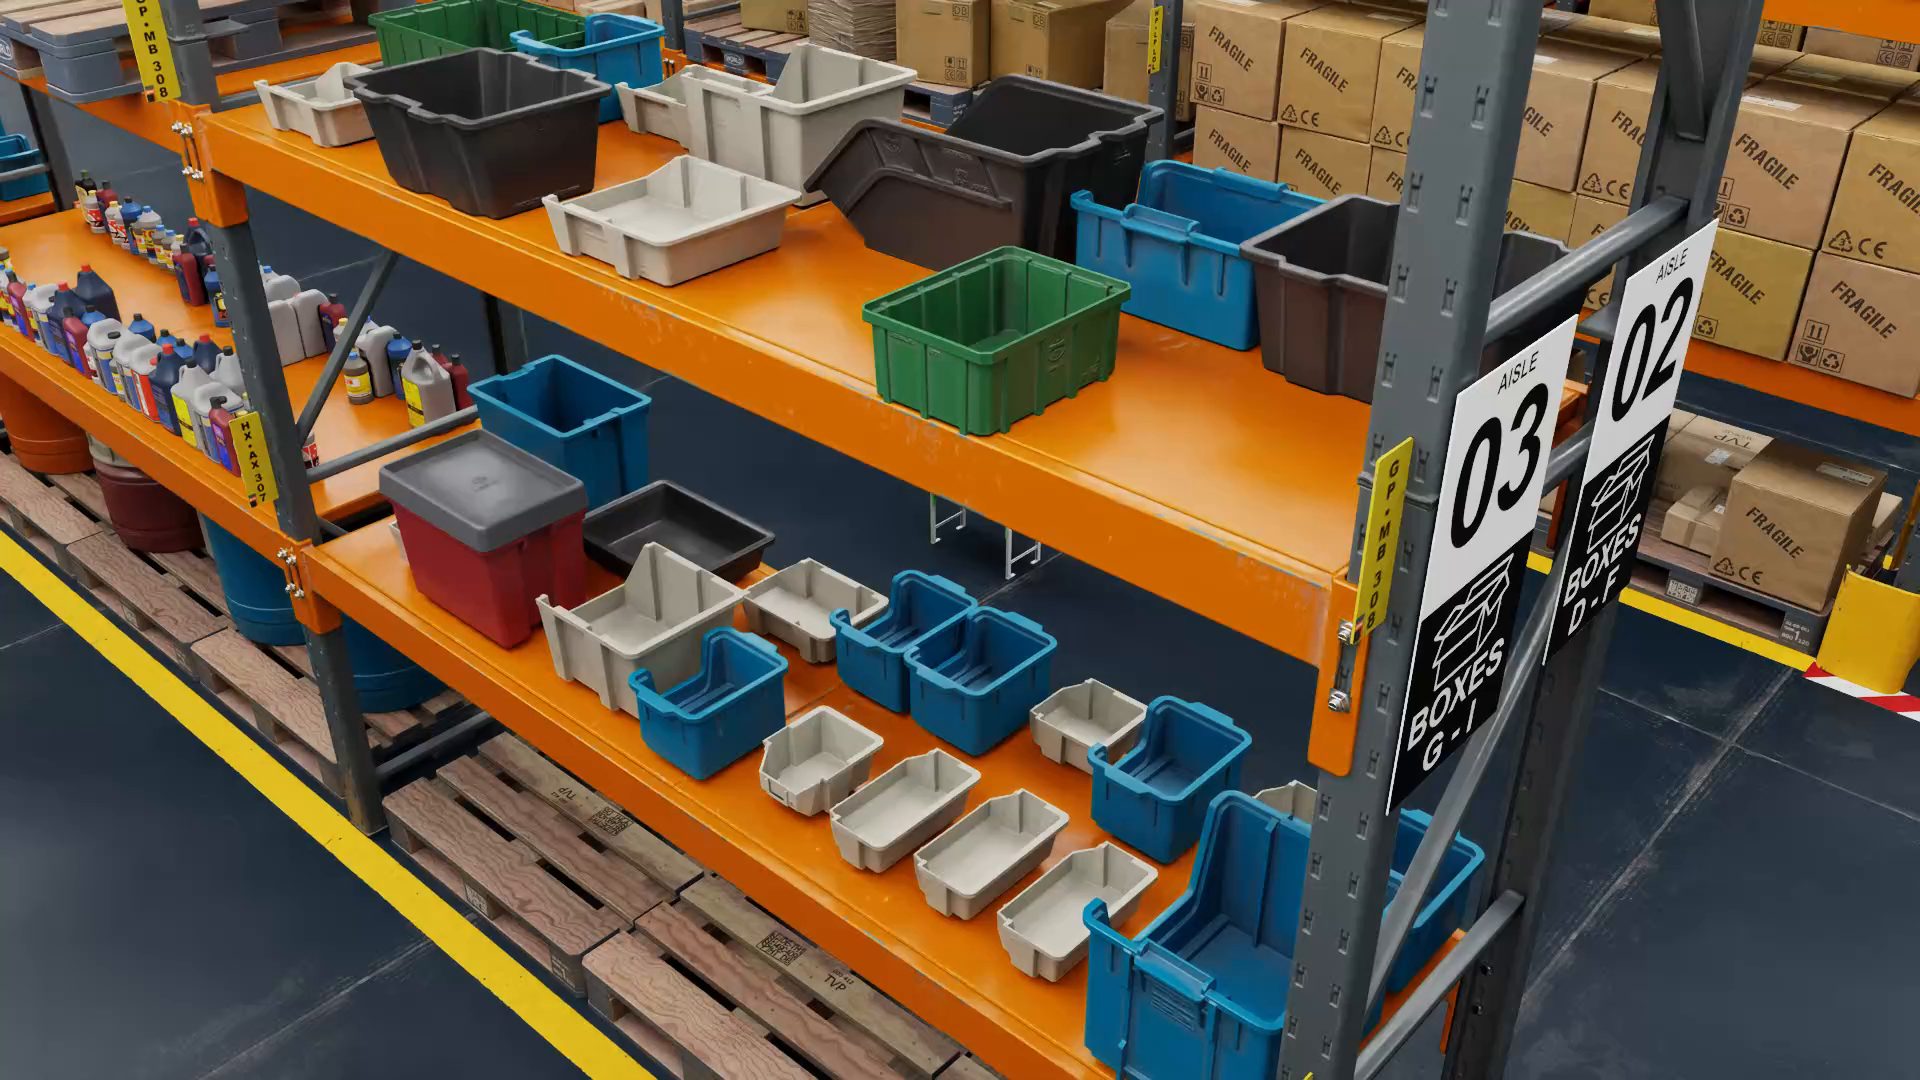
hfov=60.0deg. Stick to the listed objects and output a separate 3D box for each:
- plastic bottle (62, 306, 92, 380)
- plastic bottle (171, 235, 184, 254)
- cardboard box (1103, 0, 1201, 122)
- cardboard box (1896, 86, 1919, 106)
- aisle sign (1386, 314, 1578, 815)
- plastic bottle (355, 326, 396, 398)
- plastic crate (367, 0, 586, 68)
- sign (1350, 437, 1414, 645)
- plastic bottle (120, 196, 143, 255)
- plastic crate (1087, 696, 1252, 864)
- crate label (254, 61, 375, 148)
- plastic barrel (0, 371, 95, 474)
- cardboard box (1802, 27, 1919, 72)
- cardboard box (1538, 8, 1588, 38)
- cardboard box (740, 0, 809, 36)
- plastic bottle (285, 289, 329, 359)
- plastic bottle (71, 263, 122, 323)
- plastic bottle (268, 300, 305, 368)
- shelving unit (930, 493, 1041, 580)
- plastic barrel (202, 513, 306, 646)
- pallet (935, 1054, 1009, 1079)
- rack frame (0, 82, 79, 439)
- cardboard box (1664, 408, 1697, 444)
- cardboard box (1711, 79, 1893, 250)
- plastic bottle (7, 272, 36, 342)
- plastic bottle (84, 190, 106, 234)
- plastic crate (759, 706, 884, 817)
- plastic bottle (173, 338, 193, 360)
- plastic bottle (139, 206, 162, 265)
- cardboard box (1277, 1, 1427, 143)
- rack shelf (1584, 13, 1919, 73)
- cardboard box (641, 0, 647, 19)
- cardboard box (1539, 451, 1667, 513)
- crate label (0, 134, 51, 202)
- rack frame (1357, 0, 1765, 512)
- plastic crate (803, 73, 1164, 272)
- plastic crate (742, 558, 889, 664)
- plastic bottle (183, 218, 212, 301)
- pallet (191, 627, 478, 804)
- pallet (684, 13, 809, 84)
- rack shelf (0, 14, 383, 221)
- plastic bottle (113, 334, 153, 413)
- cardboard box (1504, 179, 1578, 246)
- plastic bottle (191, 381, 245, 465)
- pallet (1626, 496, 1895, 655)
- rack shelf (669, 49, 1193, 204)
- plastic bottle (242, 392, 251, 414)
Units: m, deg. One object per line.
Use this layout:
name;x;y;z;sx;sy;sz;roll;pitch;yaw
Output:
plastic bottle;-3.596;-0.808;6.798;0.133;0.283;0.061;25;39;35
plastic bottle;-3.599;-1.315;7.719;0.097;0.201;0.097;0;31;0
cardboard box;1.157;-2.720;9.356;0.500;0.500;0.700;12;33;19
cardboard box;4.172;-1.589;6.915;0.500;0.500;0.500;26;40;36
aisle sign;0.854;0.052;2.734;0.004;0.787;0.394;25;39;35
plastic bottle;-2.327;-0.735;6.682;0.135;0.276;0.152;25;39;35
plastic crate;-1.452;-1.518;5.161;0.662;0.188;0.450;25;39;35
sign;0.640;0.005;2.527;0.005;0.325;0.100;25;39;35
plastic bottle;-3.959;-1.513;7.980;0.097;0.271;0.097;0;31;0
plastic crate;0.547;0.636;4.389;0.300;0.233;0.416;25;39;35
crate label;-1.800;-1.247;4.761;0.466;0.136;0.293;25;39;35
plastic barrel;-4.560;-0.827;8.412;0.708;0.830;0.600;25;39;35
cardboard box;6.154;-3.575;10.990;0.700;0.700;0.980;23;38;33
cardboard box;2.662;-2.292;8.083;0.500;0.500;0.500;25;39;35
cardboard box;-1.065;-3.680;10.951;0.500;0.500;0.700;12;33;19
plastic bottle;-2.743;-0.928;7.004;0.135;0.276;0.152;25;39;35
plastic bottle;-3.684;-1.013;7.072;0.185;0.351;0.144;25;39;35
plastic bottle;-2.845;-0.870;6.907;0.135;0.276;0.152;25;39;35
shelving unit;0.123;-0.457;7.845;0.503;1.200;0.258;25;39;35
plastic barrel;-2.886;-0.076;7.095;0.708;0.901;0.600;25;39;35
pallet;0.412;1.924;4.850;1.213;0.211;1.003;25;39;35
rack frame;-4.934;-1.740;8.231;0.127;3.000;1.000;25;39;35
cardboard box;3.370;-0.517;8.440;0.500;0.250;0.500;25;39;35
cardboard box;3.434;-1.558;6.864;0.500;0.500;0.500;26;40;36
plastic bottle;-4.004;-0.999;7.114;0.133;0.283;0.061;25;39;35
plastic bottle;-4.275;-1.631;8.243;0.097;0.201;0.097;0;31;0
plastic crate;-0.389;0.615;4.517;0.250;0.136;0.298;25;39;35
plastic bottle;-3.053;-0.668;6.576;0.097;0.271;0.097;0;31;0
plastic bottle;-3.815;-1.446;7.868;0.097;0.271;0.097;0;31;0
cardboard box;1.901;-2.270;8.046;0.500;0.500;0.500;24;38;34
rack shelf;6.162;-3.143;11.260;4.000;0.370;1.077;25;39;35
cardboard box;-2.141;-3.978;12.036;0.500;0.311;0.500;25;39;35
cardboard box;3.071;-0.308;8.093;0.500;0.250;0.500;25;39;35
crate label;-4.995;-1.957;8.755;0.416;0.233;0.303;25;39;35
rack frame;0.997;-1.541;2.085;0.127;3.000;1.000;25;39;35
plastic crate;0.049;-0.863;3.927;0.767;0.338;0.504;25;39;35
plastic crate;-0.476;0.220;5.174;0.466;0.136;0.293;25;39;35
plastic bottle;-3.411;-1.275;7.507;0.185;0.351;0.144;25;39;35
pallet;-2.513;0.557;7.121;1.213;0.211;1.003;25;39;35
pallet;-1.058;-3.342;11.080;1.003;0.211;1.213;25;39;35
rack shelf;-3.451;-2.024;6.493;4.000;0.370;1.077;25;39;35
plastic bottle;-3.222;-0.662;6.562;0.135;0.276;0.152;25;39;35
cardboard box;2.682;-1.485;7.711;0.500;0.500;0.500;24;39;34
plastic bottle;-2.749;-0.441;6.195;0.135;0.276;0.152;25;39;35
pallet;3.676;0.029;7.997;1.213;0.211;1.003;25;39;35
rack shelf;-0.125;-2.632;10.411;4.000;0.370;1.077;25;39;35
plastic bottle;-2.679;-0.463;6.304;0.097;0.201;0.097;0;31;0
